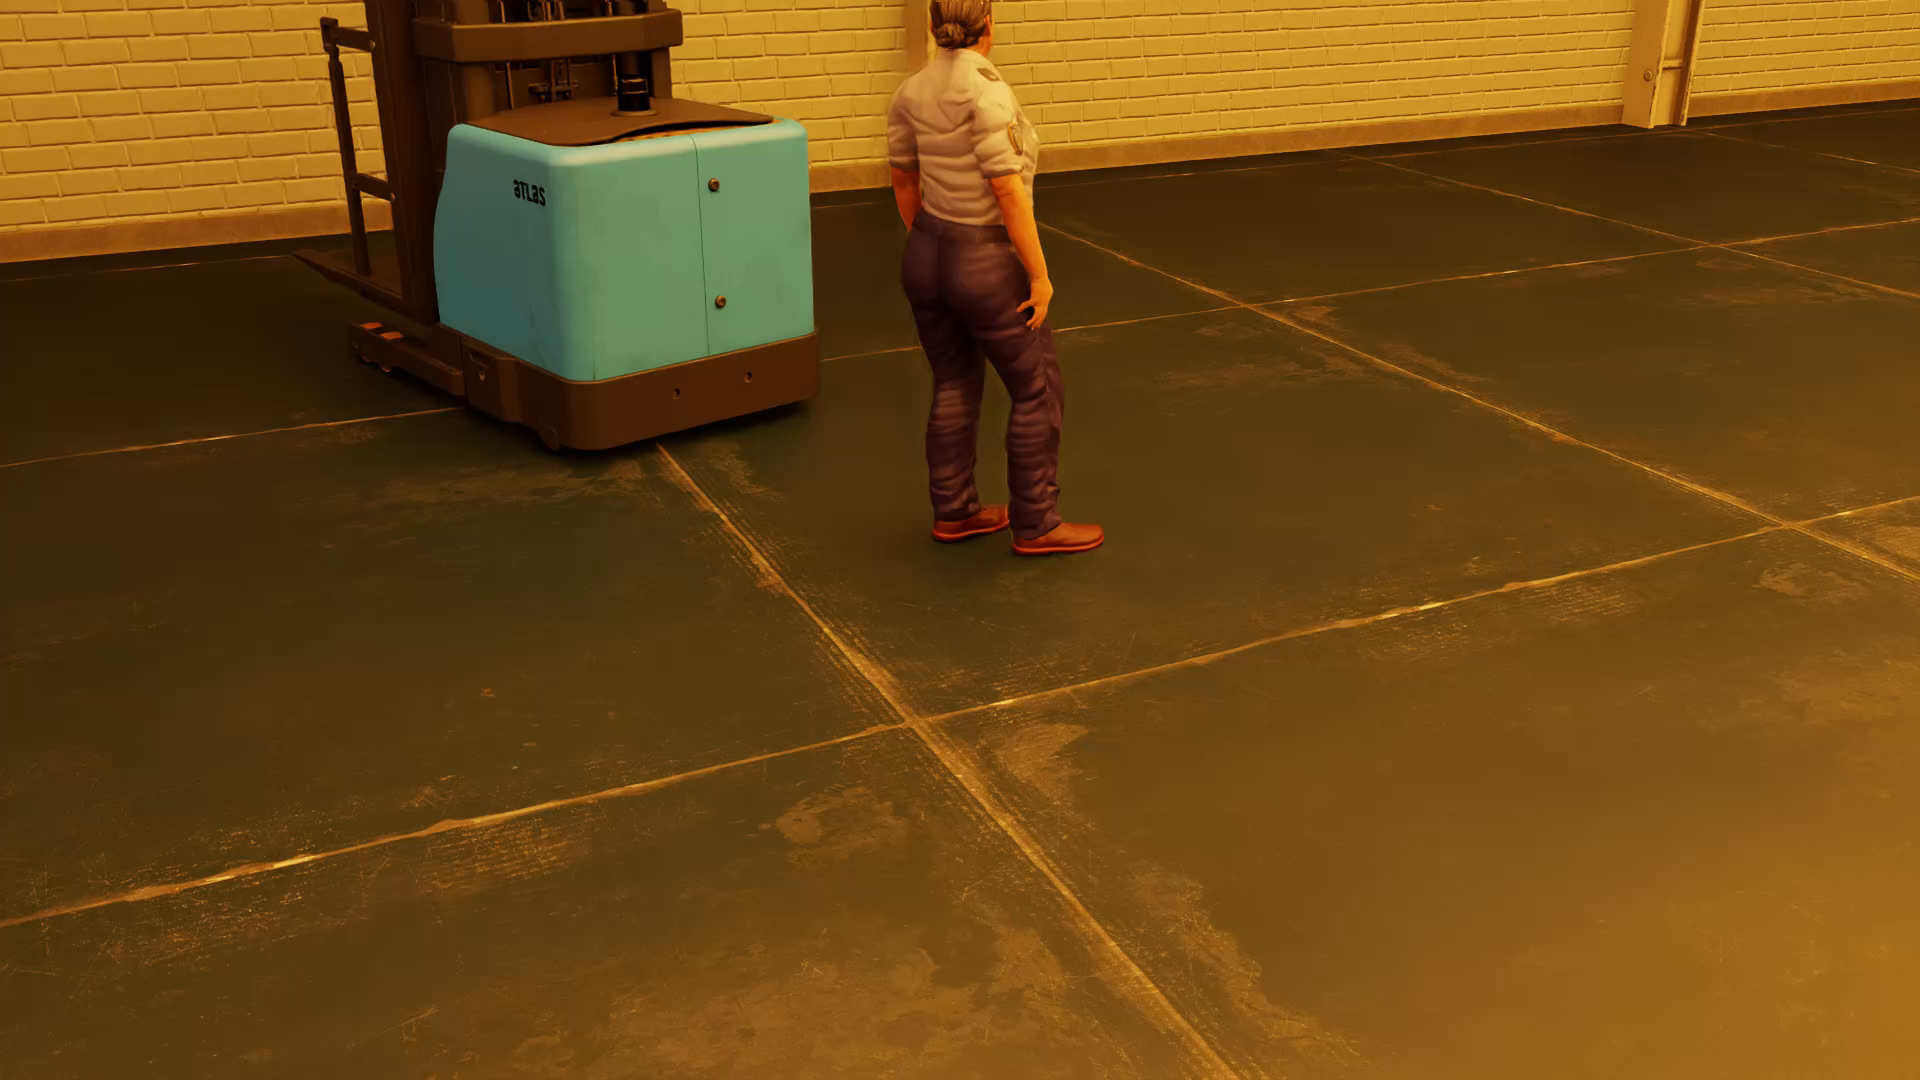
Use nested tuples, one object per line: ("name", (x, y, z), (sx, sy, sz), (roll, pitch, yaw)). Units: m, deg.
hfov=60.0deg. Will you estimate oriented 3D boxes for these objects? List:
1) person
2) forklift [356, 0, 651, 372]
("person", (0.082, -0.781, 4.847), (0.438, 1.649, 0.647), (-20, 30, -40))
("forklift", (-1.868, -2.145, 6.449), (1.121, 2.935, 3.031), (-19, 29, -37))
